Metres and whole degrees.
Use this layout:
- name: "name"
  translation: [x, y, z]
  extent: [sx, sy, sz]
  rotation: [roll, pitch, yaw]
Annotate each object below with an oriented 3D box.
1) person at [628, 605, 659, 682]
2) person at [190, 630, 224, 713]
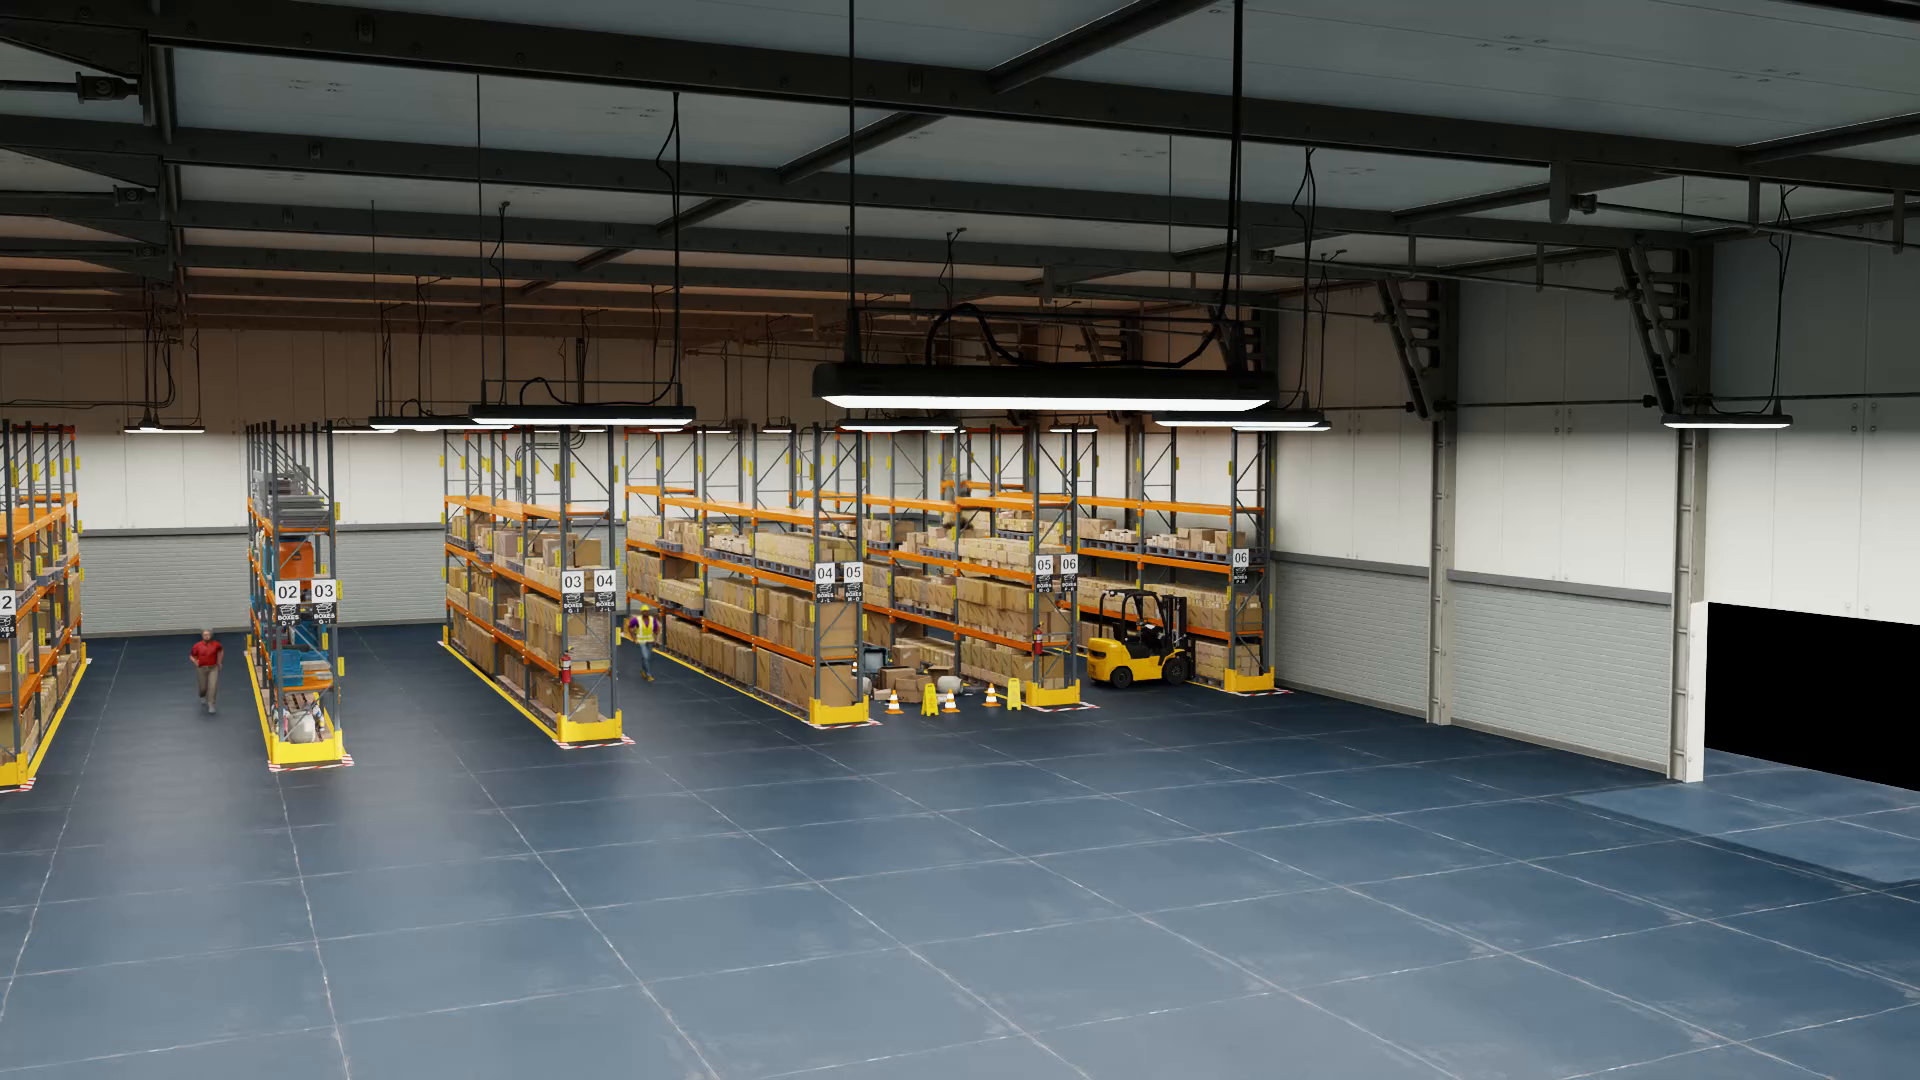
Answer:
- name: "person"
  translation: [-7.377, 2.401, 38.912]
  extent: [0.705, 1.765, 0.889]
  rotation: [-2, 4, -30]
- name: "person"
  translation: [-15.664, 2.710, 34.616]
  extent: [0.651, 1.709, 0.893]
  rotation: [-2, 4, -29]
